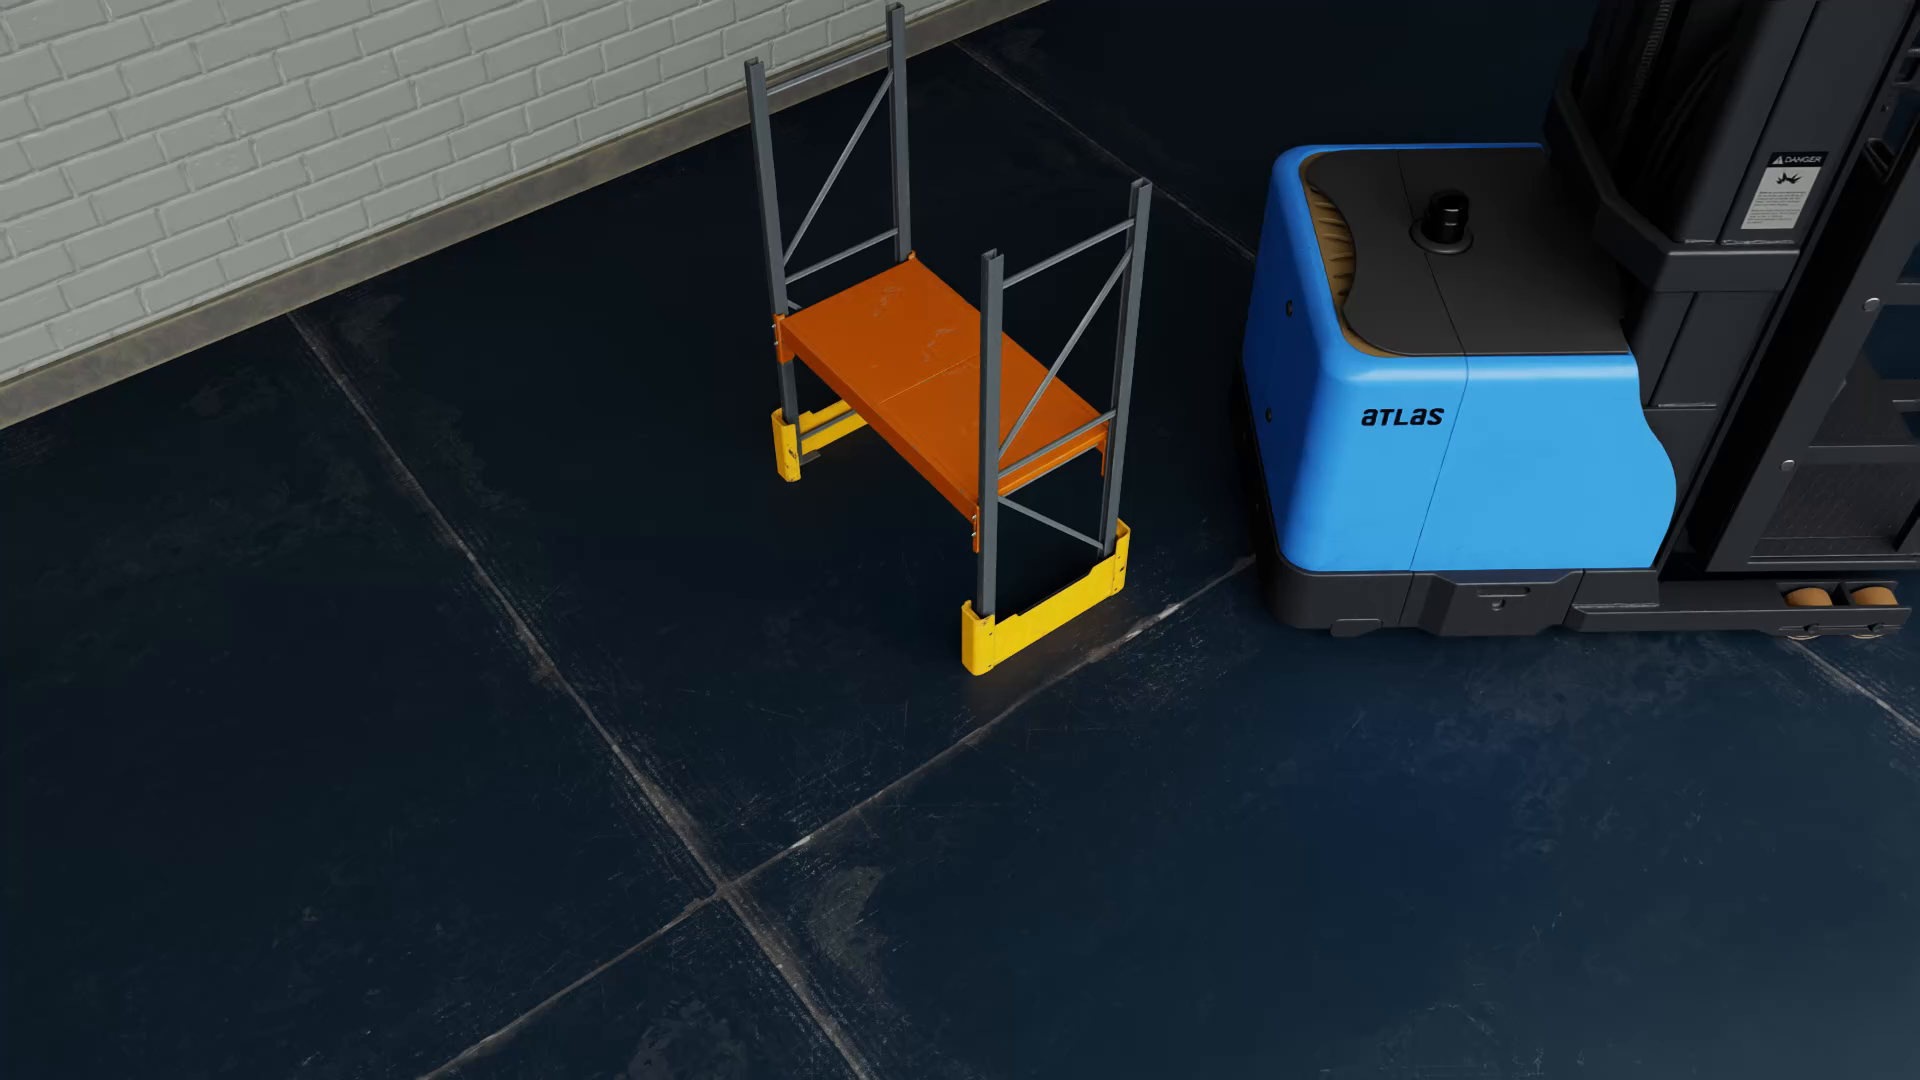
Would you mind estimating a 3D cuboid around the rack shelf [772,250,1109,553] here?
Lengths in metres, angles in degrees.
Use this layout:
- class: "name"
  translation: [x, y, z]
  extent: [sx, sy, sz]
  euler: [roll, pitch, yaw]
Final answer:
- class: "rack shelf"
  translation: [-0.052, -0.433, 4.873]
  extent: [0.538, 0.185, 1.000]
  euler: [-29, 54, -24]

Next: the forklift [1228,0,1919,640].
- class: "forklift"
  translation: [2.419, -1.082, 4.252]
  extent: [3.031, 2.935, 1.130]
  euler: [-1, 48, -1]

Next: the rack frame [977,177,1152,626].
- class: "rack frame"
  translation: [0.256, -0.254, 4.468]
  extent: [0.500, 1.500, 0.032]
  euler: [-29, 54, -24]

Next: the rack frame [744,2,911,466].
- class: "rack frame"
  translation: [-0.359, -0.854, 5.012]
  extent: [0.500, 1.500, 0.032]
  euler: [-29, 54, -24]

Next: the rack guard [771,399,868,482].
- class: "rack guard"
  translation: [-0.348, -0.423, 5.464]
  extent: [0.587, 0.250, 0.087]
  euler: [-29, 54, -24]

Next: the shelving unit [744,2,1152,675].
- class: "shelving unit"
  translation: [-0.046, -0.549, 4.735]
  extent: [0.587, 1.500, 1.083]
  euler: [-29, 54, -24]

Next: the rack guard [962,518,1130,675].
- class: "rack guard"
  translation: [0.255, 0.165, 4.932]
  extent: [0.587, 0.250, 0.087]
  euler: [-29, 54, -24]
